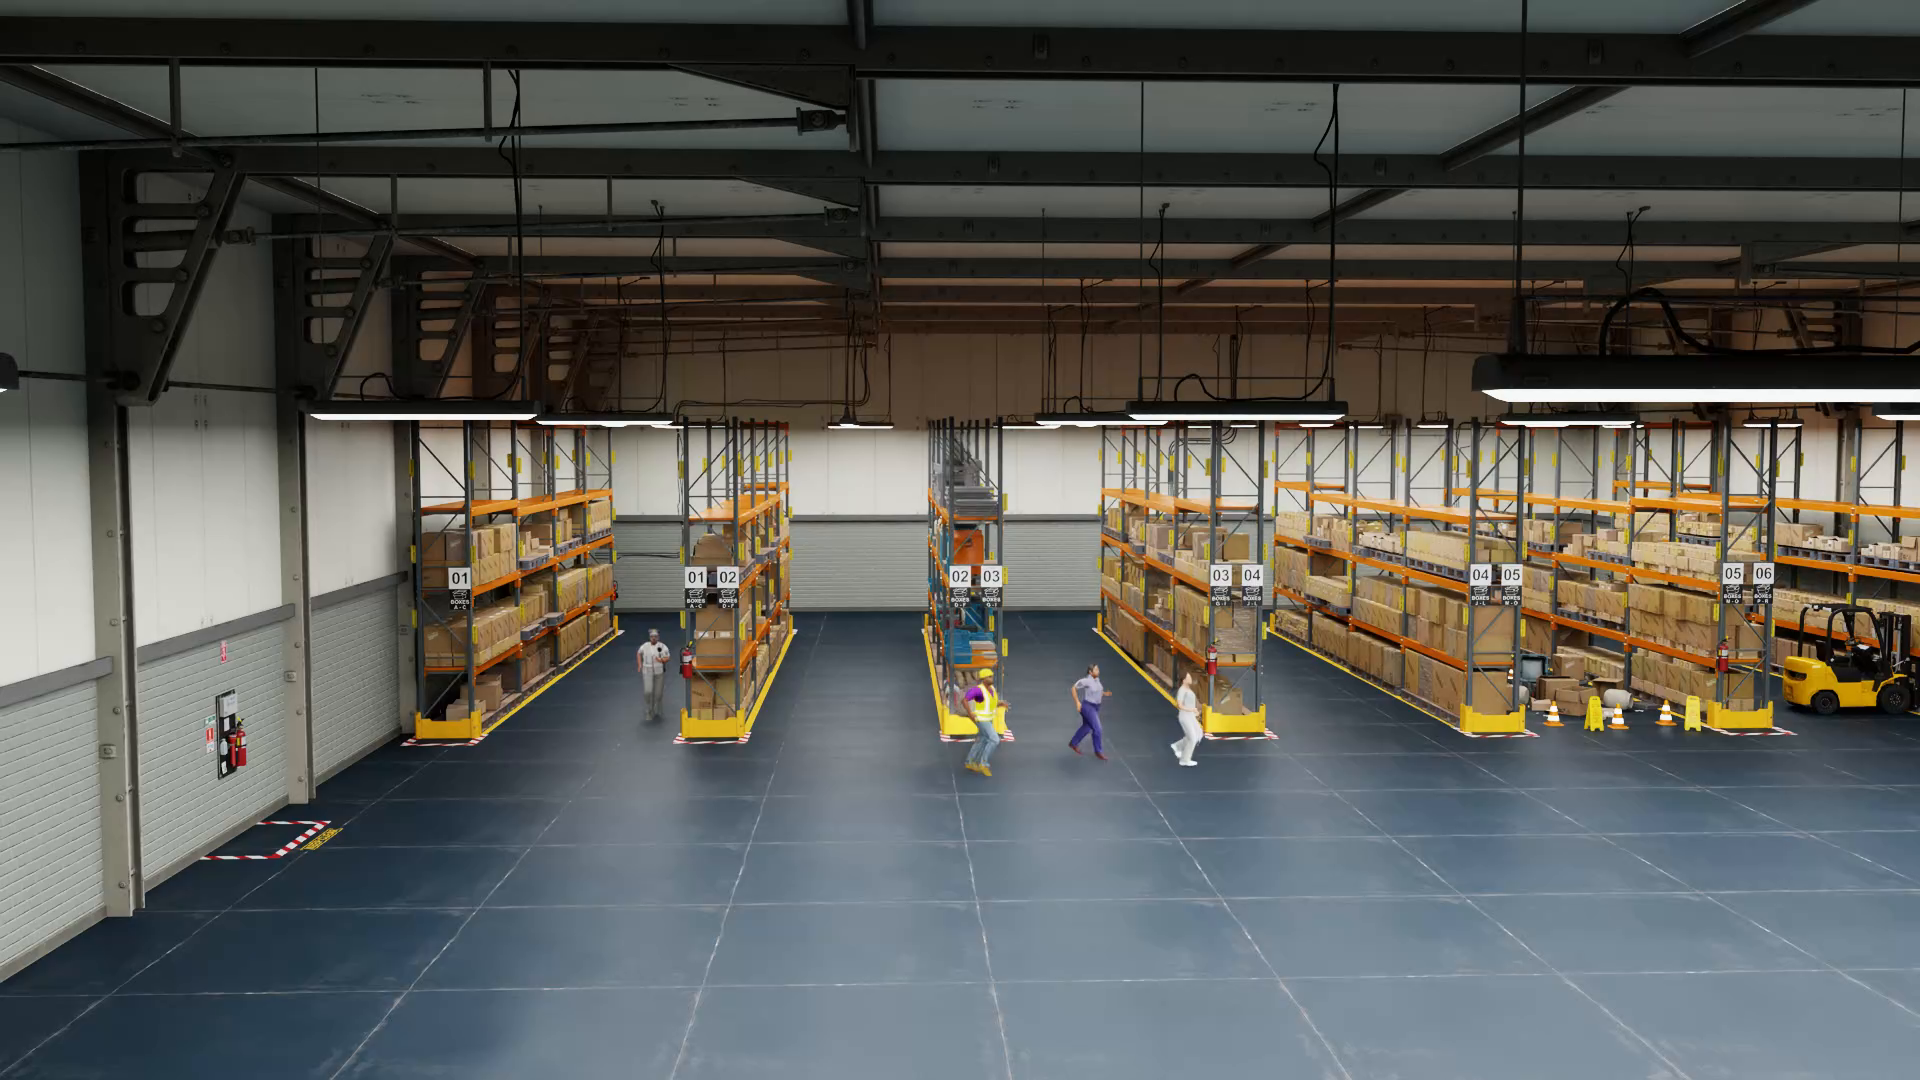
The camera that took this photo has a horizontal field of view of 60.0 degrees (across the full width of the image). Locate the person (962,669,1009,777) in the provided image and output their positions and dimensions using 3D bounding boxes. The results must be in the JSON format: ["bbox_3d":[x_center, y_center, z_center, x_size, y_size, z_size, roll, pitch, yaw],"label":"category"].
[{"bbox_3d":[0.424,3.037,27.758,0.748,1.800,0.687,2,4,23],"label":"person"}]

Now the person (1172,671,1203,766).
[{"bbox_3d":[3.887,3.054,28.466,0.581,1.613,0.560,2,4,25],"label":"person"}]

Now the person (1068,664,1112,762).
[{"bbox_3d":[2.253,3.002,29.057,0.855,1.681,0.581,2,4,29],"label":"person"}]

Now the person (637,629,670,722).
[{"bbox_3d":[-6.096,2.685,33.097,0.633,1.851,0.770,-1,4,-12],"label":"person"}]
